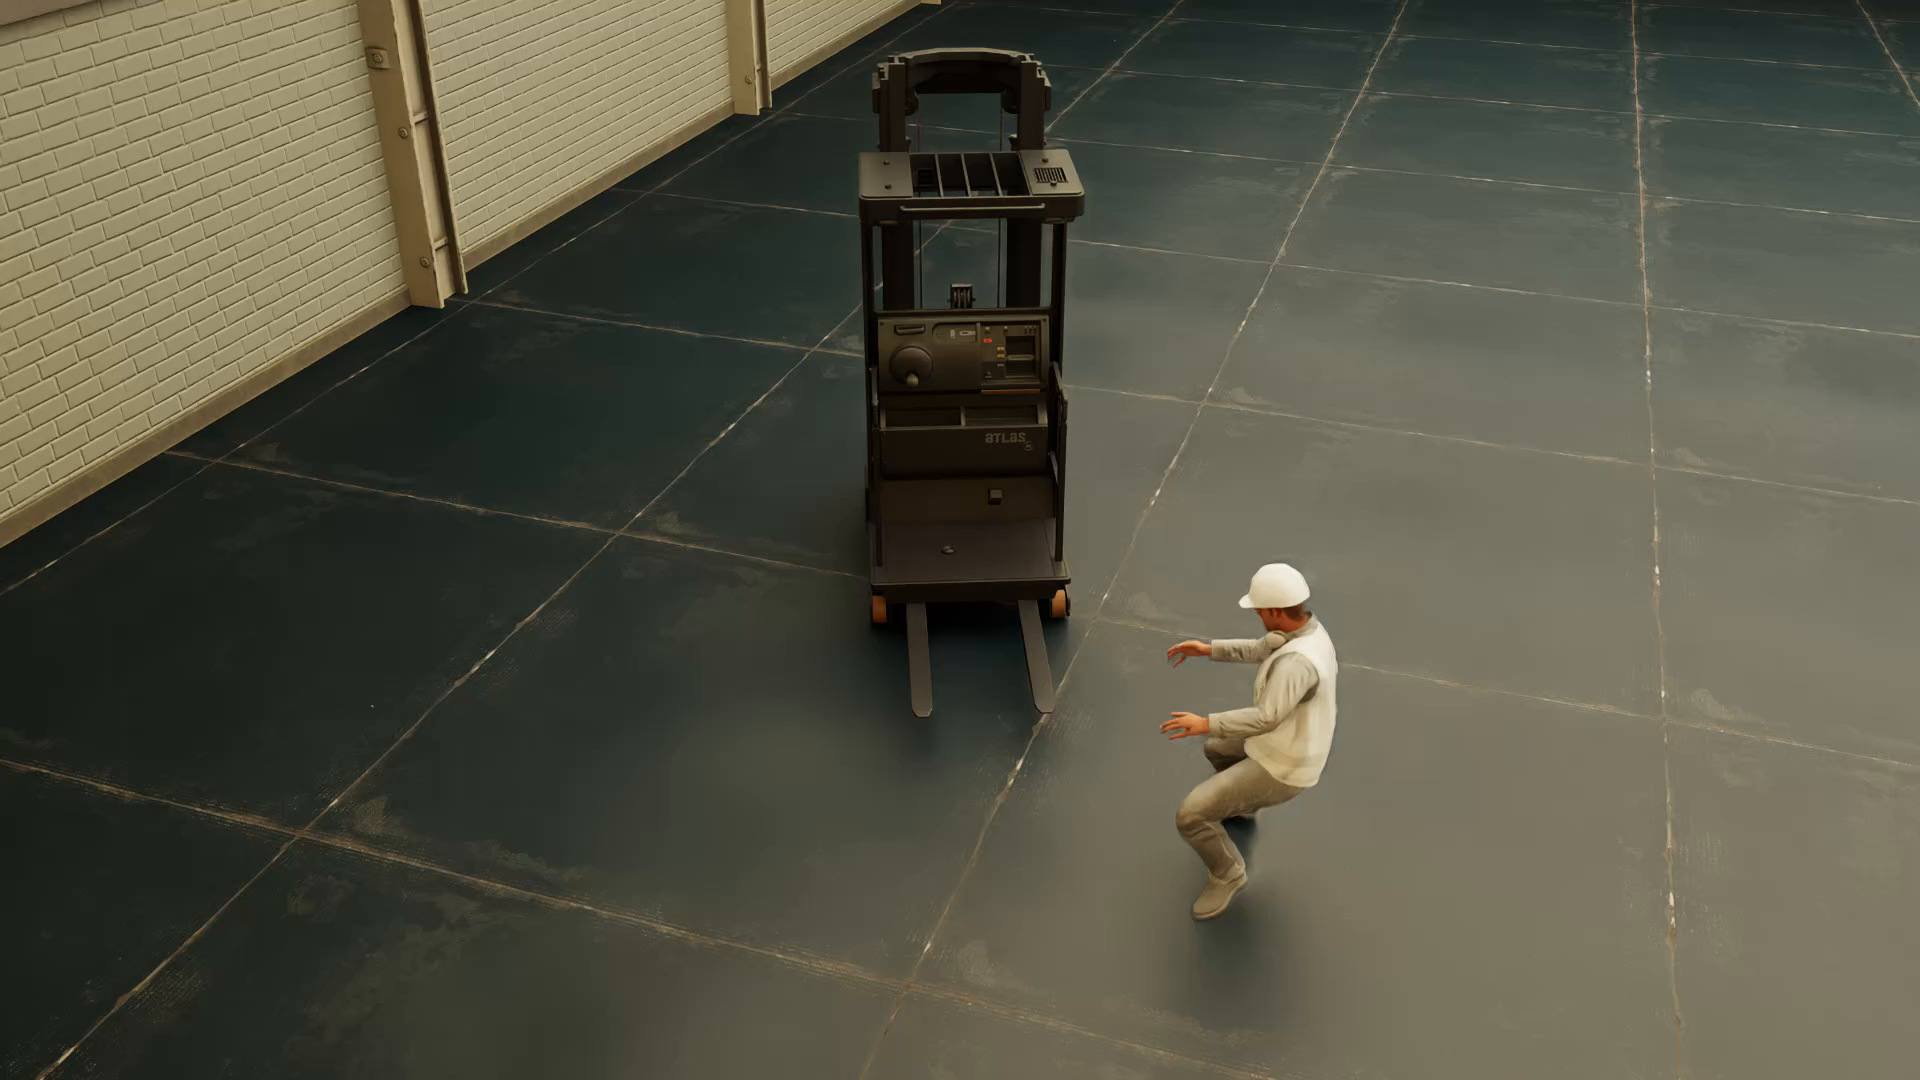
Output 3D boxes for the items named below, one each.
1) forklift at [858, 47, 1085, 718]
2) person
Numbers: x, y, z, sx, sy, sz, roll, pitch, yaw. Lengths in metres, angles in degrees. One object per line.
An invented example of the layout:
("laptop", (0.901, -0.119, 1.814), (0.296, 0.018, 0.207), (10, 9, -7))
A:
("forklift", (0.035, -0.972, 8.842), (1.130, 2.935, 3.031), (-2, 30, -3))
("person", (1.207, 0.805, 7.116), (0.769, 1.558, 0.943), (10, 31, 17))
